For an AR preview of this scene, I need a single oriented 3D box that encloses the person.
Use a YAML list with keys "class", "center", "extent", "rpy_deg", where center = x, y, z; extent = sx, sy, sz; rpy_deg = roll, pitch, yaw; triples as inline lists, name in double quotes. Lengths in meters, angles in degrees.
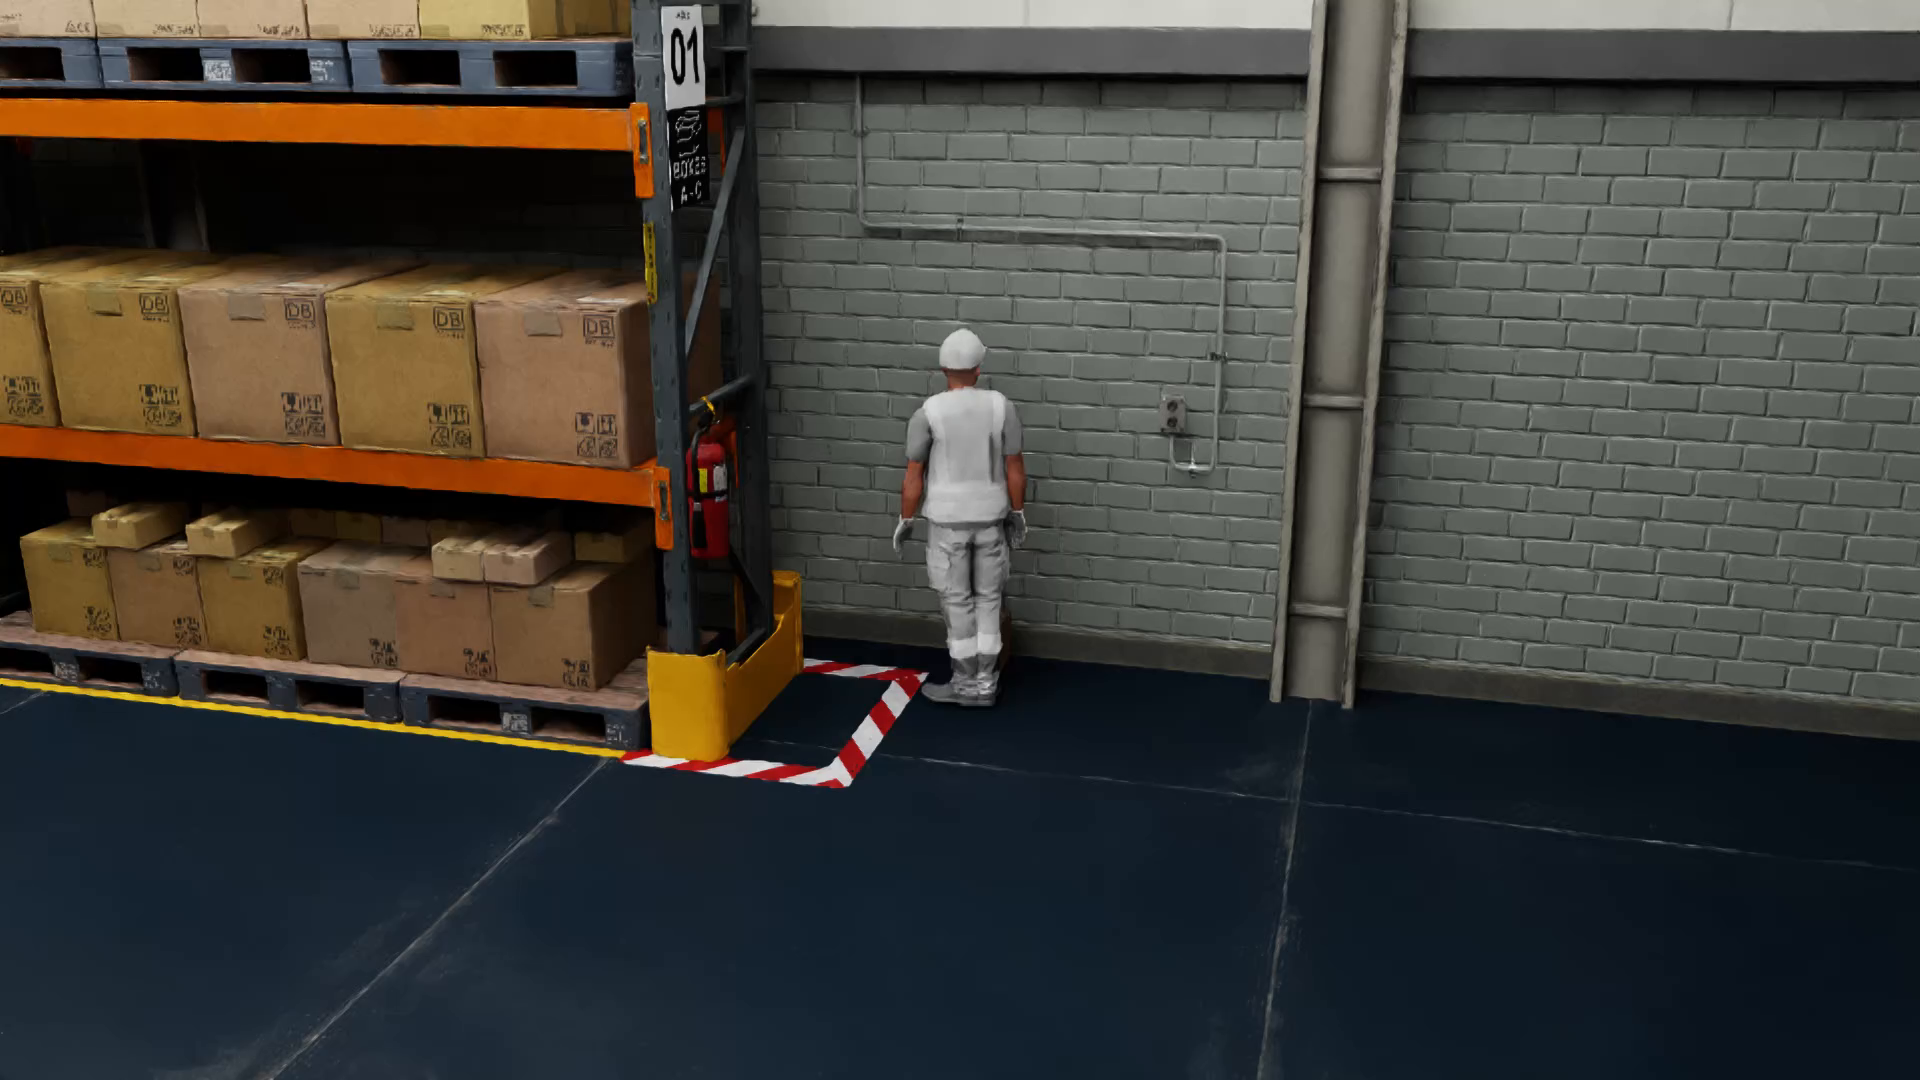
- class: "person"
  center: [-0.001, -0.089, 7.714]
  extent: [0.628, 1.791, 0.328]
  rpy_deg: [-5, 19, -15]
